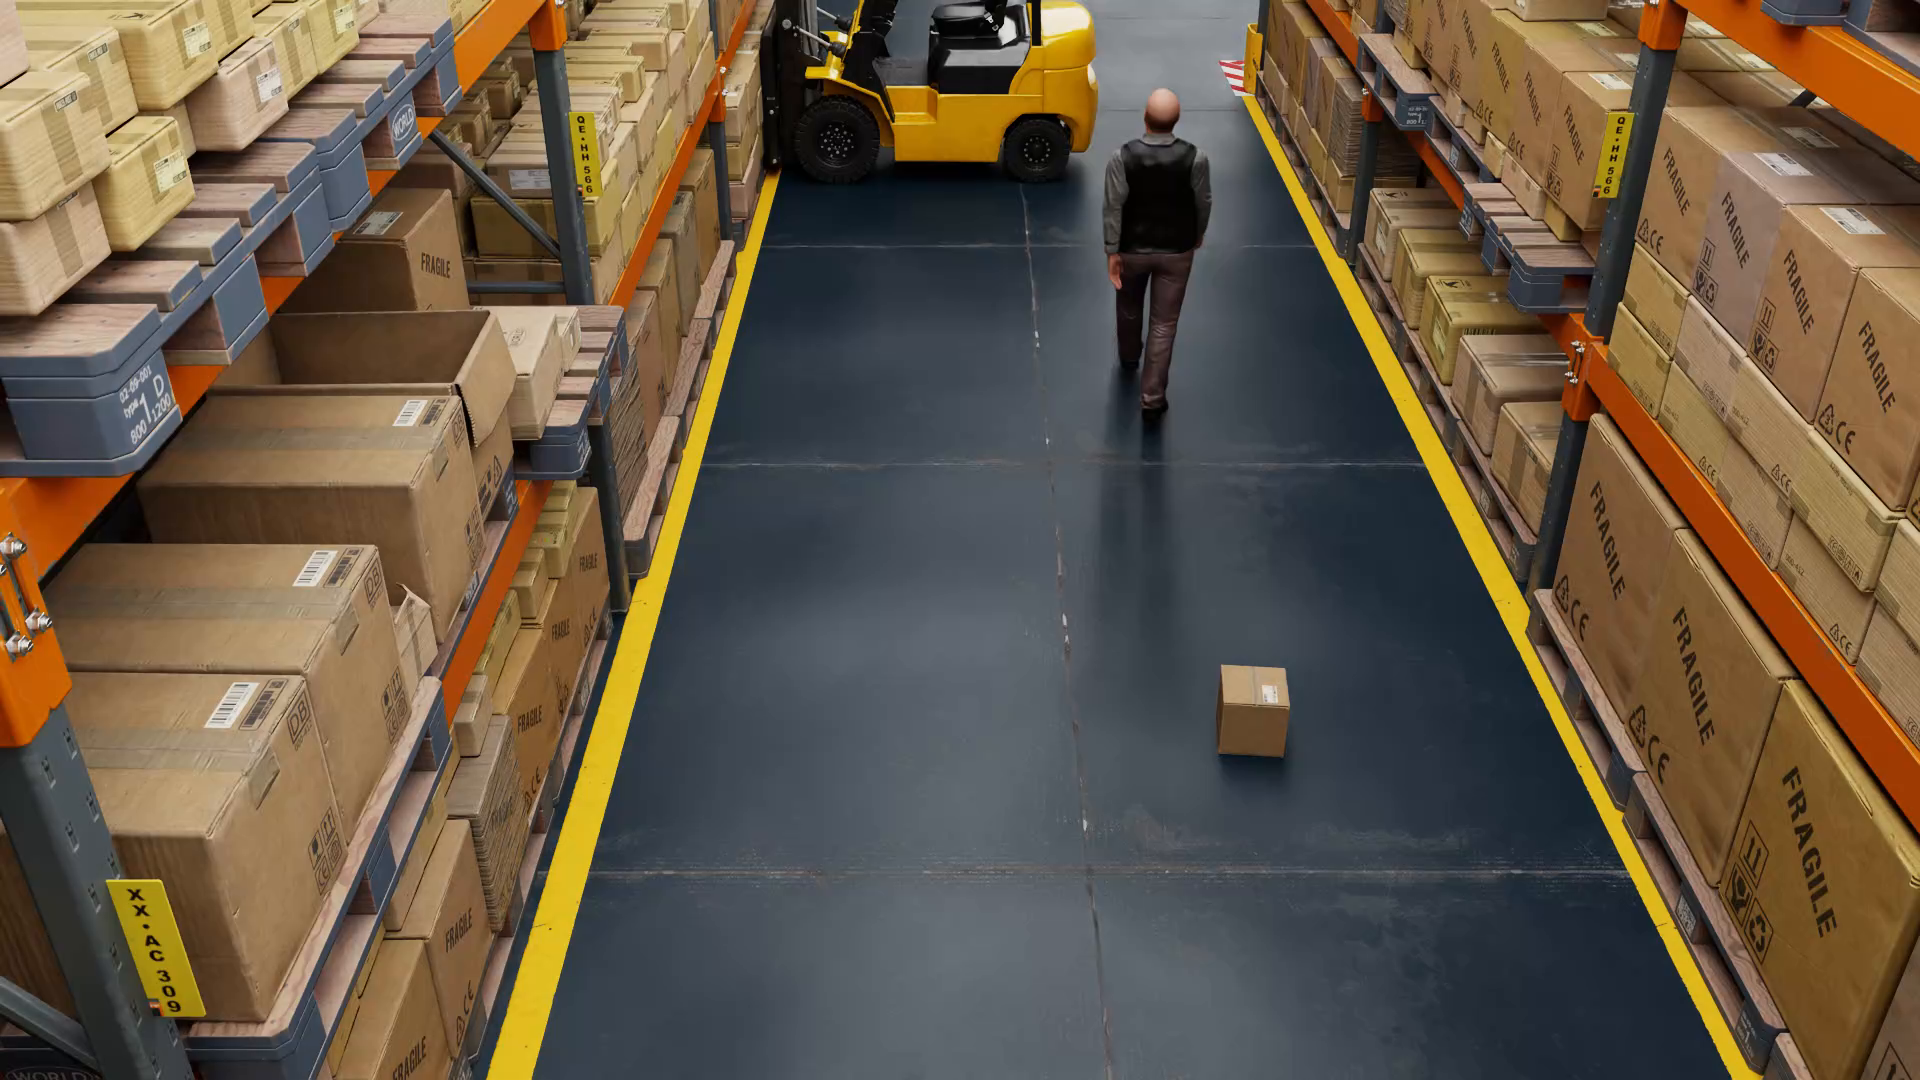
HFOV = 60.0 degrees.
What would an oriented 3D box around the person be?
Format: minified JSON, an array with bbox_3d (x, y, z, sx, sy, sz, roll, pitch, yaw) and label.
[{"bbox_3d":[1.024,-1.554,8.697,0.548,1.670,1.003,5,32,8],"label":"person"}]
